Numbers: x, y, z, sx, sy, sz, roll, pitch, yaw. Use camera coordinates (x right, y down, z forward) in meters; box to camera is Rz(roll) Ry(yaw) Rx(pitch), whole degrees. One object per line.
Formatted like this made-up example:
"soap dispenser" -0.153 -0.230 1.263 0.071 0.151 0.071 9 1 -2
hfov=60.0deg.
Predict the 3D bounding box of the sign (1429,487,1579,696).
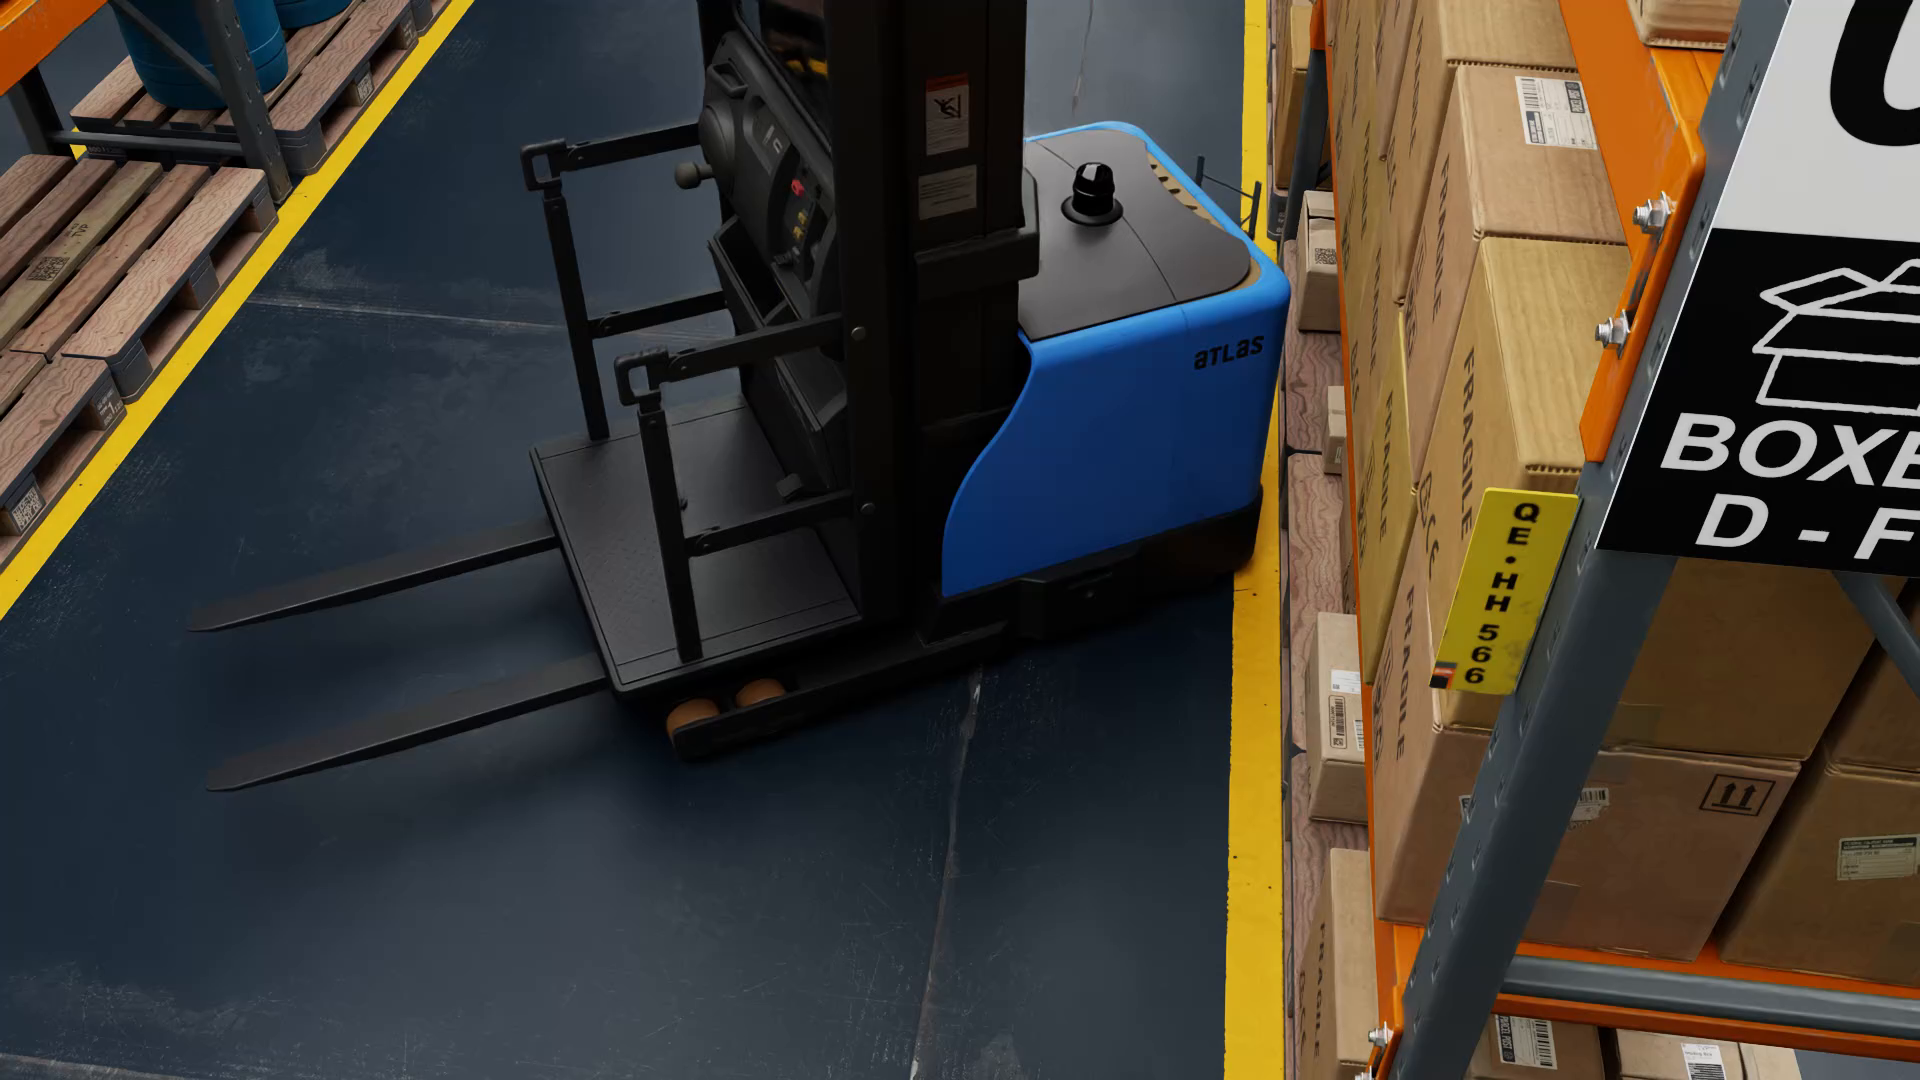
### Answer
"sign" 0.625 0.066 1.926 0.100 0.325 0.005 5 44 6

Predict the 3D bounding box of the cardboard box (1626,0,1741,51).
"cardboard box" 0.979 -0.743 1.781 0.500 0.250 0.500 5 44 6

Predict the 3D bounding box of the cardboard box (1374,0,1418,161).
"cardboard box" 1.156 -1.110 3.441 0.500 0.500 0.500 6 44 7

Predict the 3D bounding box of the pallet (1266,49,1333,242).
"pallet" 1.771 -1.606 6.792 1.003 0.211 1.213 5 44 6

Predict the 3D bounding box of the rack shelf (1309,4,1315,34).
"rack shelf" 1.966 -3.162 6.931 1.077 0.370 4.000 5 44 6

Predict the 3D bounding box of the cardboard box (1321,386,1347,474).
"cardboard box" 1.327 -0.334 5.162 0.380 0.166 0.250 5 44 6

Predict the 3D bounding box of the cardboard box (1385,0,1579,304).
"cardboard box" 1.089 -0.760 3.071 0.500 0.500 0.500 6 44 7

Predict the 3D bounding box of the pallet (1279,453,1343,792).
"pallet" 1.451 0.254 4.828 1.003 0.211 1.213 5 44 6

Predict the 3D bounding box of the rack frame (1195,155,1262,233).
"rack frame" 0.836 -0.824 5.465 0.240 0.900 0.006 33 52 30

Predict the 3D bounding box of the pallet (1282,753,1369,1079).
"pallet" 1.287 1.083 3.953 1.003 0.211 1.213 5 44 6

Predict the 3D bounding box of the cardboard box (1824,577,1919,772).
"cardboard box" 1.492 -0.012 2.281 0.500 0.500 0.500 6 44 7

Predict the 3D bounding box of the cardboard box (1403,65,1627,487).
"cardboard box" 1.025 -0.406 2.698 0.500 0.500 0.500 6 44 7

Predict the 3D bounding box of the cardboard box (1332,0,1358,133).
"cardboard box" 1.299 -1.425 4.500 0.500 0.500 0.500 6 44 6

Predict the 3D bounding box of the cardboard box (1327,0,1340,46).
"cardboard box" 1.364 -1.774 4.869 0.500 0.500 0.500 6 44 7

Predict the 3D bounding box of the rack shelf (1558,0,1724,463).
"rack shelf" 1.437 -1.525 3.021 1.077 0.370 4.000 5 44 6

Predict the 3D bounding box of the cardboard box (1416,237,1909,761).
"cardboard box" 0.959 -0.062 2.334 0.500 0.500 0.500 5 44 5

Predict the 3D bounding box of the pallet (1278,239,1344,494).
"pallet" 1.609 -0.580 5.709 1.003 0.211 1.213 5 44 6

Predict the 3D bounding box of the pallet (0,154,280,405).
"pallet" -3.267 -0.996 6.148 1.003 0.211 1.213 5 44 6

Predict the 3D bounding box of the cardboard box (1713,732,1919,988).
"cardboard box" 1.492 0.351 2.625 0.500 0.500 0.500 6 44 6

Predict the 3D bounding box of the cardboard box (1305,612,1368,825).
"cardboard box" 1.155 0.467 4.255 0.500 0.250 0.500 5 44 6

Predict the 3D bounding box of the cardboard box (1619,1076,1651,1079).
"cardboard box" 1.568 1.287 3.463 0.380 0.149 0.250 5 44 6

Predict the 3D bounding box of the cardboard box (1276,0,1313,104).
"cardboard box" 1.556 -2.011 6.690 0.500 0.500 0.500 5 44 6

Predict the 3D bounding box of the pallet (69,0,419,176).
"pallet" -3.065 -2.023 7.233 1.003 0.211 1.213 5 44 6

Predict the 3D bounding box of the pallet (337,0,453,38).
"pallet" -2.906 -2.857 8.113 1.003 0.211 1.213 5 44 6

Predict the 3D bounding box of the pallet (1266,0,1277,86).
"pallet" 1.930 -2.439 7.673 1.003 0.211 1.213 5 44 6

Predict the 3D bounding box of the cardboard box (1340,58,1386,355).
"cardboard box" 1.165 -0.737 3.774 0.500 0.500 0.500 5 44 5

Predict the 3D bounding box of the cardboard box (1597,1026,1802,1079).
"cardboard box" 1.601 1.110 3.637 0.380 0.166 0.250 5 44 6

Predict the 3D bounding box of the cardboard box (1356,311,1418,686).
"cardboard box" 1.027 -0.054 3.053 0.500 0.500 0.500 6 44 6

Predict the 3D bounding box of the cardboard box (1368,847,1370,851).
"cardboard box" 1.143 0.874 3.886 0.380 0.166 0.250 5 44 6

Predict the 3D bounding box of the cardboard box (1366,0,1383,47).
"cardboard box" 1.224 -1.462 3.813 0.500 0.500 0.500 4 44 4

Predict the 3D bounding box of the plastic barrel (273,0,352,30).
"plastic barrel" -3.026 -2.756 7.199 0.600 0.901 0.708 5 44 6

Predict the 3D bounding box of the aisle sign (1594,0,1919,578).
"aisle sign" 0.860 -0.260 1.452 0.394 0.787 0.004 5 44 6

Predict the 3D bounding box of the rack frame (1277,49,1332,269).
"rack frame" 1.701 -2.060 5.244 1.000 3.000 0.127 5 44 6

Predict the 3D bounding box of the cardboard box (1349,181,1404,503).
"cardboard box" 1.098 -0.394 3.412 0.500 0.500 0.500 6 44 6

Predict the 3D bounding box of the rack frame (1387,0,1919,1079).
"rack frame" 1.172 0.666 2.365 1.000 3.000 0.127 5 44 6

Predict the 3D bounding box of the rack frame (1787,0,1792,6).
"rack frame" 1.172 -1.513 0.303 1.000 3.000 0.127 5 44 6

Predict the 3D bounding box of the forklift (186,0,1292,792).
"forklift" -0.661 -0.878 4.046 3.031 2.935 1.130 -16 46 -16

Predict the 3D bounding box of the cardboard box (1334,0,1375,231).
"cardboard box" 1.231 -1.084 4.141 0.500 0.500 0.500 5 44 5

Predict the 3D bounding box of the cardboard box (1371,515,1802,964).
"cardboard box" 0.962 0.299 2.679 0.500 0.500 0.500 6 44 7

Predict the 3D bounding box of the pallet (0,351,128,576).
"pallet" -3.426 -0.162 5.268 1.003 0.211 1.213 5 44 6

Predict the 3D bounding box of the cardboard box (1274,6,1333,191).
"cardboard box" 1.482 -1.675 6.335 0.500 0.500 0.500 5 44 5

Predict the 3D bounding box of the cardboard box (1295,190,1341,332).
"cardboard box" 1.431 -0.977 5.736 0.500 0.311 0.500 5 44 6

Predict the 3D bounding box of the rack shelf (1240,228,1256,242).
"rack shelf" 0.767 -0.945 5.249 0.258 0.077 0.200 33 52 30

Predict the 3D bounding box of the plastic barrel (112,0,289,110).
"plastic barrel" -3.119 -2.273 6.690 0.600 0.901 0.708 5 44 6

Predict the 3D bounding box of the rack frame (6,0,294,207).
"rack frame" -3.208 -2.513 5.723 1.000 3.000 0.127 5 44 6

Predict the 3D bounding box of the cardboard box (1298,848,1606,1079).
"cardboard box" 1.000 1.021 3.488 0.500 0.500 0.500 5 44 6

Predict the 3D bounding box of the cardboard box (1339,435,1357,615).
"cardboard box" 1.458 -0.033 4.599 0.797 0.503 0.637 5 44 6

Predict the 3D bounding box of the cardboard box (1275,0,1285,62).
"cardboard box" 1.623 -2.353 7.051 0.500 0.500 0.500 6 44 6

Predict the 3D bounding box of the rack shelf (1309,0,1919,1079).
"rack shelf" 1.437 -0.436 4.052 1.077 0.370 4.000 5 44 6

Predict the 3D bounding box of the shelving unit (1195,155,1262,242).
"shelving unit" 0.767 -0.773 5.412 0.258 0.900 0.210 33 52 30
